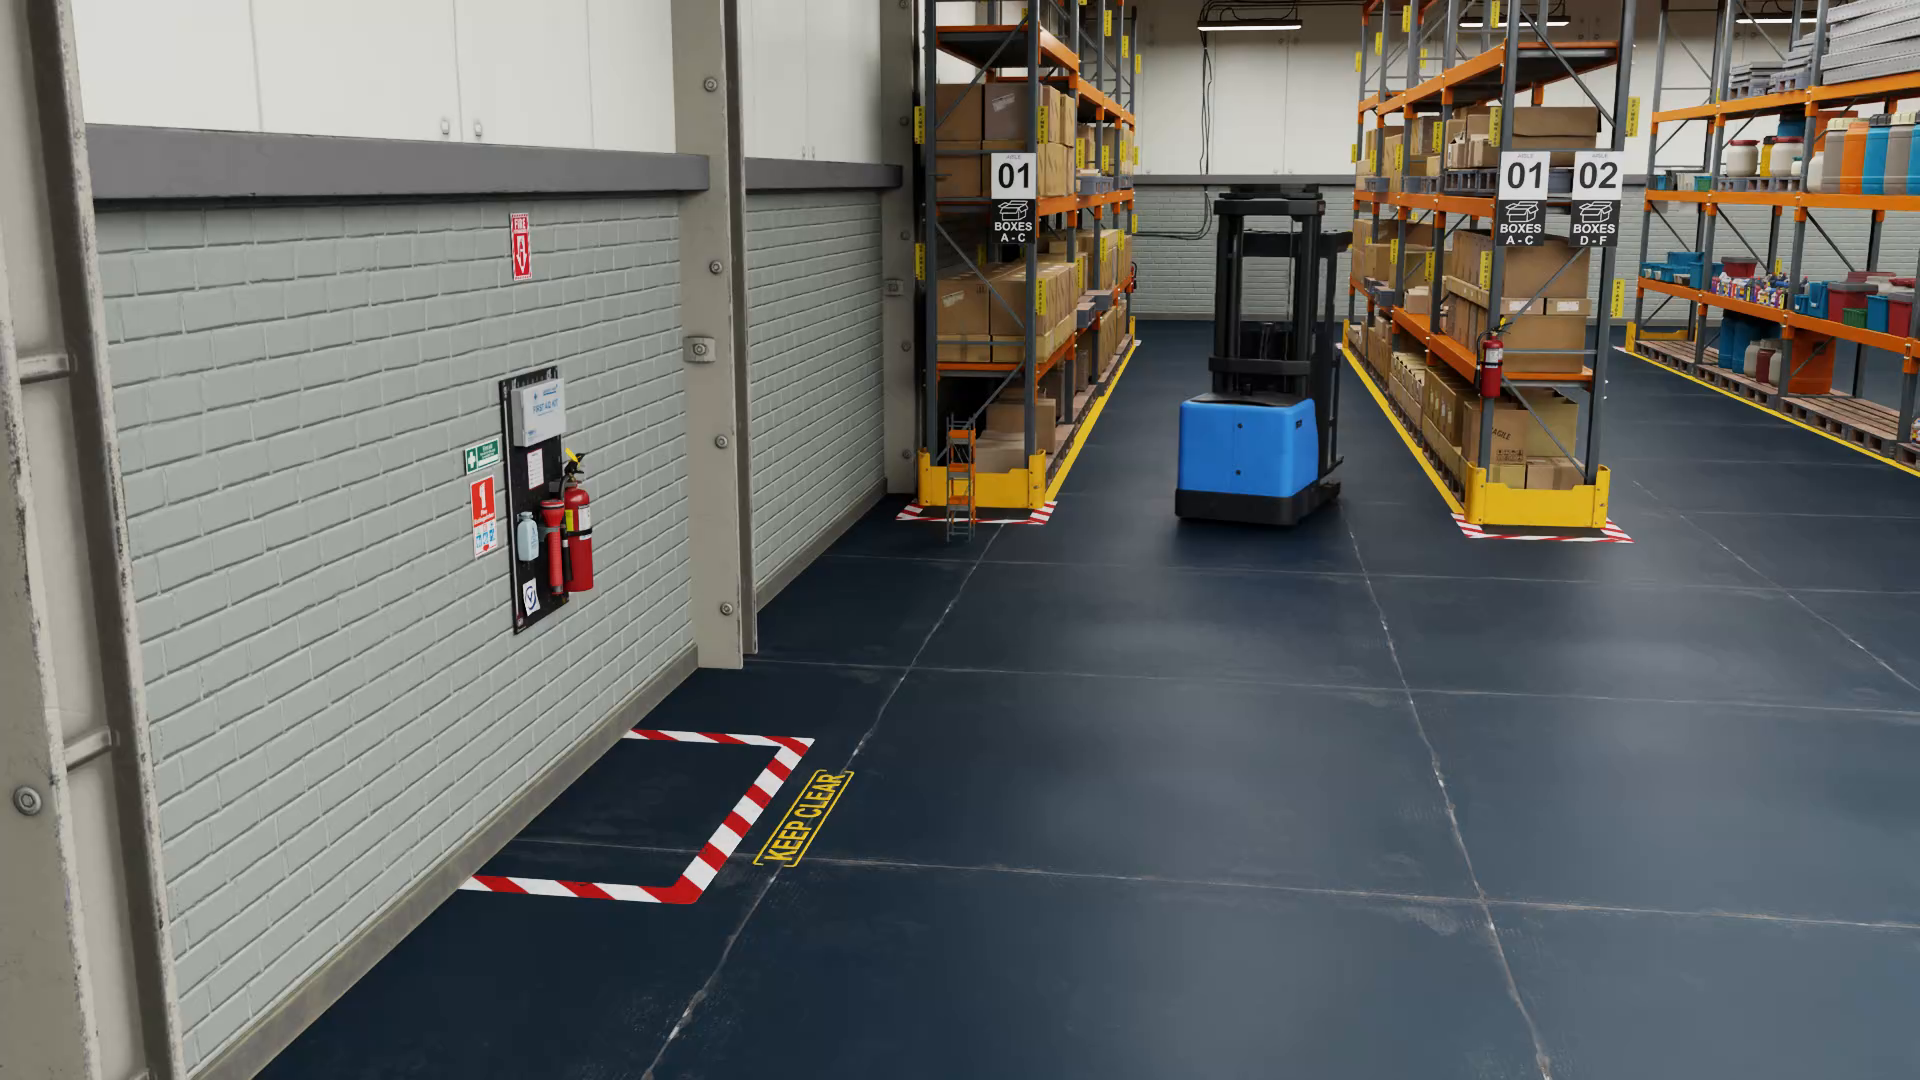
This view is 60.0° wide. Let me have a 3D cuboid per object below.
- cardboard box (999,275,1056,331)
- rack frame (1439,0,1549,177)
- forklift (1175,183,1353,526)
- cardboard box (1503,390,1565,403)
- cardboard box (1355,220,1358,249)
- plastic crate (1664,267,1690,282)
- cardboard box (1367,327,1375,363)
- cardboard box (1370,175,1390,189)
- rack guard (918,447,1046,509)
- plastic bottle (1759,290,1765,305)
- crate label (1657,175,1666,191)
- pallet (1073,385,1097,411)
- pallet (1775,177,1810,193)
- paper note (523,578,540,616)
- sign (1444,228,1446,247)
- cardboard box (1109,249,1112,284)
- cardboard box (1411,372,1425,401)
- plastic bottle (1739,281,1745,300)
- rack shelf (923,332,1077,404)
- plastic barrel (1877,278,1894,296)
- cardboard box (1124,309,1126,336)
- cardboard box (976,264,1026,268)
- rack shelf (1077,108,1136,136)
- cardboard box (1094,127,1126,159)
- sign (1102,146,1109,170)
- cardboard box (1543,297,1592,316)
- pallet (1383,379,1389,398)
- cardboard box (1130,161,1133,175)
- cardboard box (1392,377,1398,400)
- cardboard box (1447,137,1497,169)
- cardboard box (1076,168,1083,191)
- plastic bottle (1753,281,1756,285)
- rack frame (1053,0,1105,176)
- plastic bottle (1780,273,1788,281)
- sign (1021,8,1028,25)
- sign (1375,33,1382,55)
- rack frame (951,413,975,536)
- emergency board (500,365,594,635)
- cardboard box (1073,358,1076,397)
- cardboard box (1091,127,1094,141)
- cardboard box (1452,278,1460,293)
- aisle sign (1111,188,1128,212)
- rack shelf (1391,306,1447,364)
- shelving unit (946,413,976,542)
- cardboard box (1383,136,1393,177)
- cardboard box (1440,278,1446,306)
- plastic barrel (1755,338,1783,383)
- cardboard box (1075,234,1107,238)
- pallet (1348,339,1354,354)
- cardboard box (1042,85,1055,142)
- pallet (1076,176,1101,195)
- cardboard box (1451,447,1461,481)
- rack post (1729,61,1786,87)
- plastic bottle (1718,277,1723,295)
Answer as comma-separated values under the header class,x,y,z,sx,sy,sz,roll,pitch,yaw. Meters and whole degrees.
class,x,y,z,sx,sy,sz,roll,pitch,yaw
cardboard box,0.647,-2.285,16.003,0.500,0.500,0.500,2,12,9
rack frame,5.701,-5.395,17.667,1.000,3.000,0.127,2,12,9
forklift,2.971,-1.818,15.471,1.130,2.935,3.031,6,13,24
cardboard box,5.527,-1.170,16.054,0.500,0.500,0.500,2,12,9
cardboard box,7.145,-5.305,28.879,0.500,0.500,0.500,2,12,9
plastic crate,11.828,-4.369,27.402,0.416,0.233,0.300,2,12,9
cardboard box,6.616,-3.028,25.813,0.500,0.500,0.500,1,12,6
cardboard box,6.743,-5.631,26.236,0.500,0.250,0.500,2,12,9
rack guard,0.202,-0.583,15.513,1.175,0.500,0.348,2,12,9
plastic bottle,11.012,-3.328,22.786,0.097,0.201,0.097,0,12,0
crate label,11.979,-6.011,27.999,0.408,0.251,0.502,2,12,9
pallet,1.299,-1.929,22.443,1.003,0.211,1.213,2,12,9
pallet,11.424,-4.664,21.842,1.003,0.211,1.213,2,12,9
paper note,-1.993,0.264,7.738,0.016,0.148,0.142,2,12,9
sign,7.480,-4.676,25.824,0.100,0.325,0.005,2,12,9
cardboard box,1.988,-4.072,24.778,0.500,0.500,0.500,2,12,10
cardboard box,5.554,-1.800,19.423,0.500,0.311,0.500,2,12,10
plastic bottle,11.154,-3.555,23.676,0.097,0.271,0.097,0,12,0
rack shelf,0.498,-1.854,17.184,1.077,0.370,4.000,2,12,9
plastic barrel,11.198,-2.880,19.970,0.421,0.512,0.421,0,12,0
cardboard box,2.642,-3.954,30.159,0.700,0.500,0.500,2,12,9
cardboard box,0.443,-2.726,18.053,0.500,0.500,0.500,2,12,8
rack shelf,2.343,-7.089,28.185,1.077,0.370,4.000,2,12,9
cardboard box,2.423,-6.440,26.980,0.500,0.500,0.500,2,12,8
sign,1.956,-5.156,22.450,0.100,0.325,0.005,2,12,9
cardboard box,5.359,-2.070,14.703,0.380,0.149,0.250,2,12,8
pallet,6.468,-2.086,23.172,1.003,0.211,1.213,2,12,9
cardboard box,2.801,-6.606,29.529,0.500,0.250,0.500,2,12,10
cardboard box,5.869,-1.952,21.461,0.500,0.250,0.500,2,12,7
cardboard box,5.280,-3.950,16.965,0.500,0.311,0.500,1,12,6
cardboard box,1.130,-4.714,21.337,0.797,0.503,0.637,4,13,17
plastic bottle,11.135,-3.477,23.284,0.061,0.283,0.133,2,12,9
rack frame,1.421,-6.387,22.272,1.000,3.000,0.127,2,12,9
plastic bottle,11.978,-3.702,24.168,0.144,0.351,0.185,2,12,9
sign,0.872,-6.939,22.237,0.100,0.325,0.005,2,12,9
sign,6.398,-7.577,25.387,0.100,0.325,0.005,2,12,9
rack frame,0.027,-0.550,14.052,0.200,1.050,0.008,2,12,9
emergency board,-1.897,-0.201,7.806,0.194,1.169,0.643,2,12,9
cardboard box,1.119,-2.088,21.453,0.700,0.500,0.500,2,12,8
cardboard box,1.771,-6.205,25.485,0.500,0.250,0.500,3,12,13
cardboard box,5.392,-2.673,17.498,0.380,0.149,0.250,2,12,7
aisle sign,2.958,-6.396,30.382,0.394,0.787,0.004,2,12,9
rack shelf,6.008,-2.527,20.307,1.077,0.370,4.000,2,12,9
shelving unit,0.008,-0.524,13.934,0.215,1.050,0.252,2,12,9
cardboard box,6.781,-5.795,25.170,0.600,0.600,0.600,1,12,3
cardboard box,5.993,-2.884,20.020,0.500,0.500,0.500,2,12,9
plastic barrel,11.442,-2.498,23.190,0.600,0.588,0.708,2,12,9
cardboard box,1.827,-4.223,23.700,0.500,0.250,0.500,2,12,8
pallet,7.413,-3.415,29.340,1.003,0.211,1.213,2,12,9
cardboard box,0.617,-3.978,15.555,0.500,0.500,0.500,2,12,8
pallet,1.006,-4.122,19.324,1.213,0.211,1.003,2,12,9
cardboard box,4.941,-0.716,15.728,0.500,0.250,0.500,2,12,9
rack post,11.664,-6.688,23.845,0.937,0.300,0.954,2,12,8
plastic bottle,11.312,-3.768,24.665,0.097,0.271,0.097,0,12,0
